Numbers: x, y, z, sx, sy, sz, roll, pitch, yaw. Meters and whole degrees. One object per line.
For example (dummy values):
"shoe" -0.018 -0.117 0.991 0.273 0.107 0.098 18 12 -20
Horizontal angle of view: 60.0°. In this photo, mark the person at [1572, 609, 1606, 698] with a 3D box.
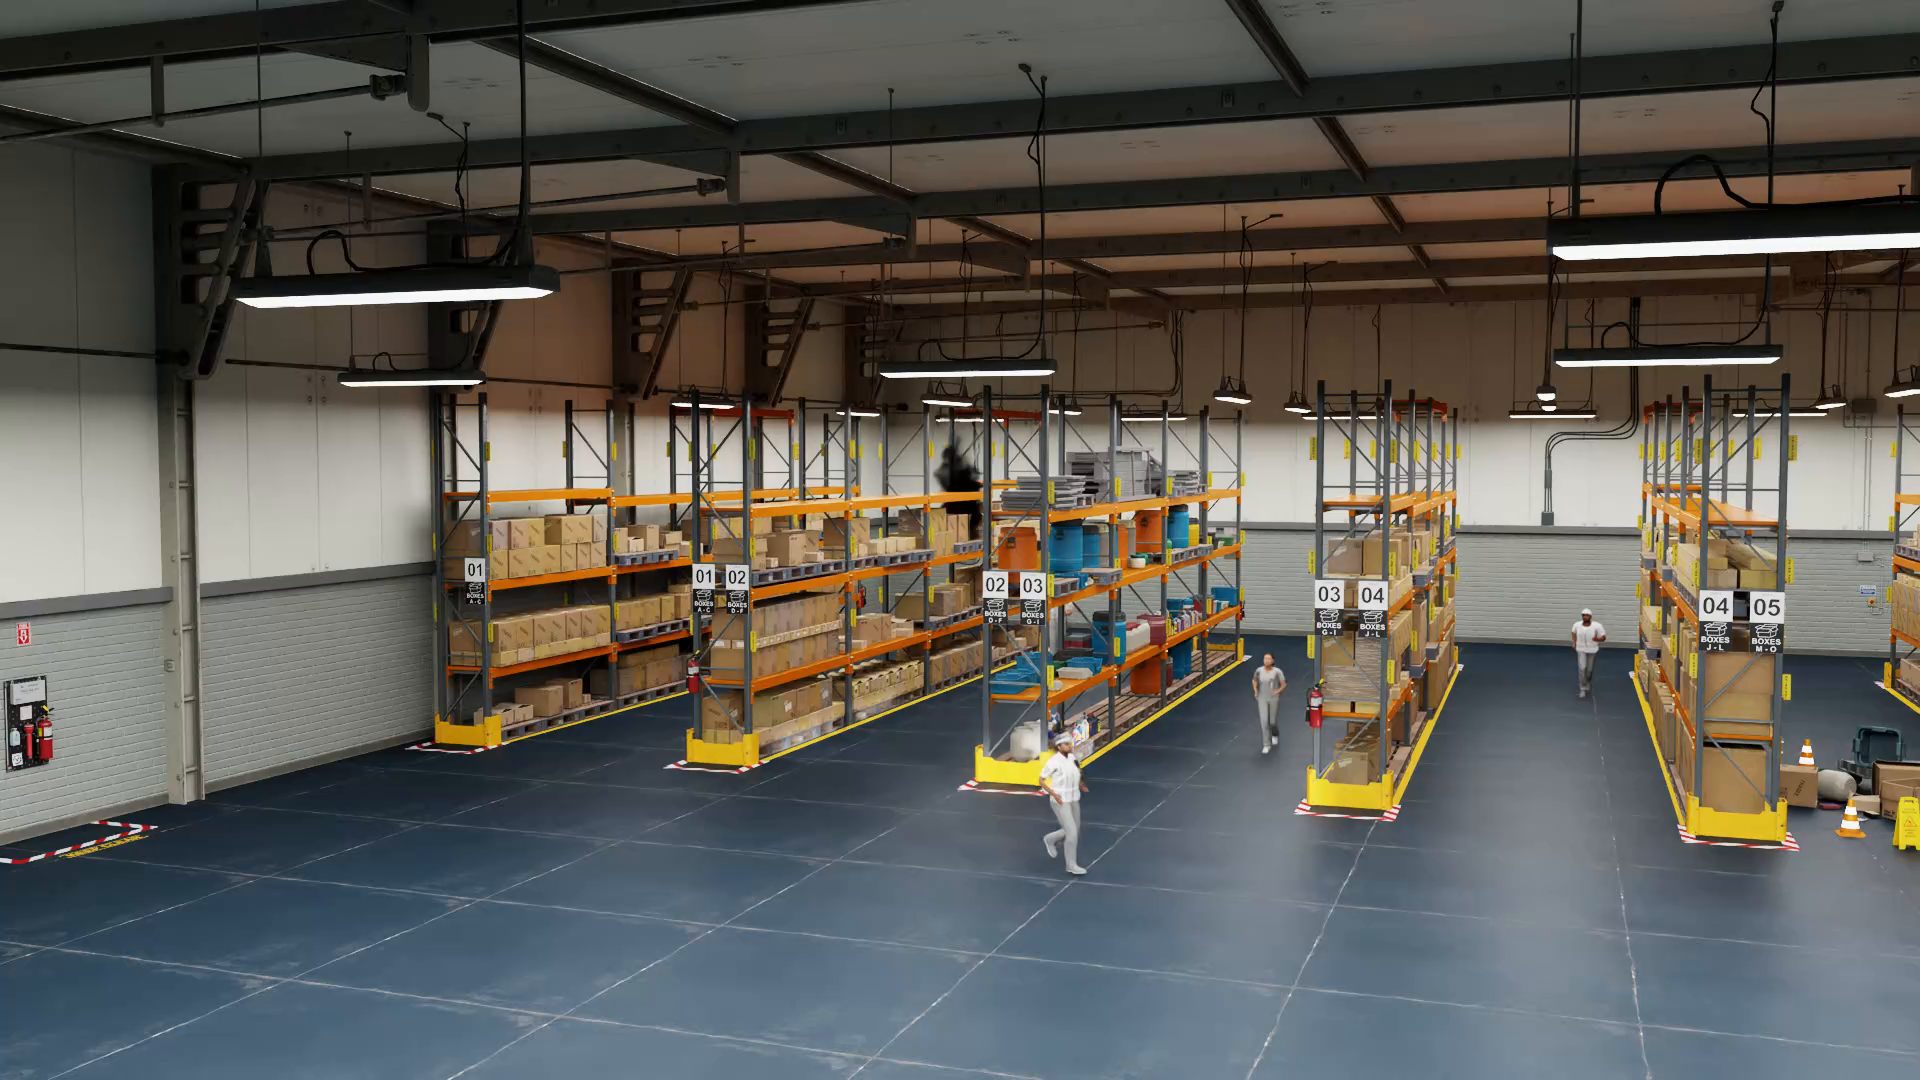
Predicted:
"person" 12.873 2.301 34.068 0.676 1.793 0.910 1 3 23

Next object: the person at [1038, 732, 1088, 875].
"person" 1.229 3.110 19.848 0.586 1.663 0.749 -3 4 -43

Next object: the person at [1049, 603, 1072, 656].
"person" 2.132 1.886 36.716 0.672 1.821 0.872 1 3 11

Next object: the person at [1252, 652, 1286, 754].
"person" 5.171 2.698 27.856 0.579 1.664 0.783 1 3 18
